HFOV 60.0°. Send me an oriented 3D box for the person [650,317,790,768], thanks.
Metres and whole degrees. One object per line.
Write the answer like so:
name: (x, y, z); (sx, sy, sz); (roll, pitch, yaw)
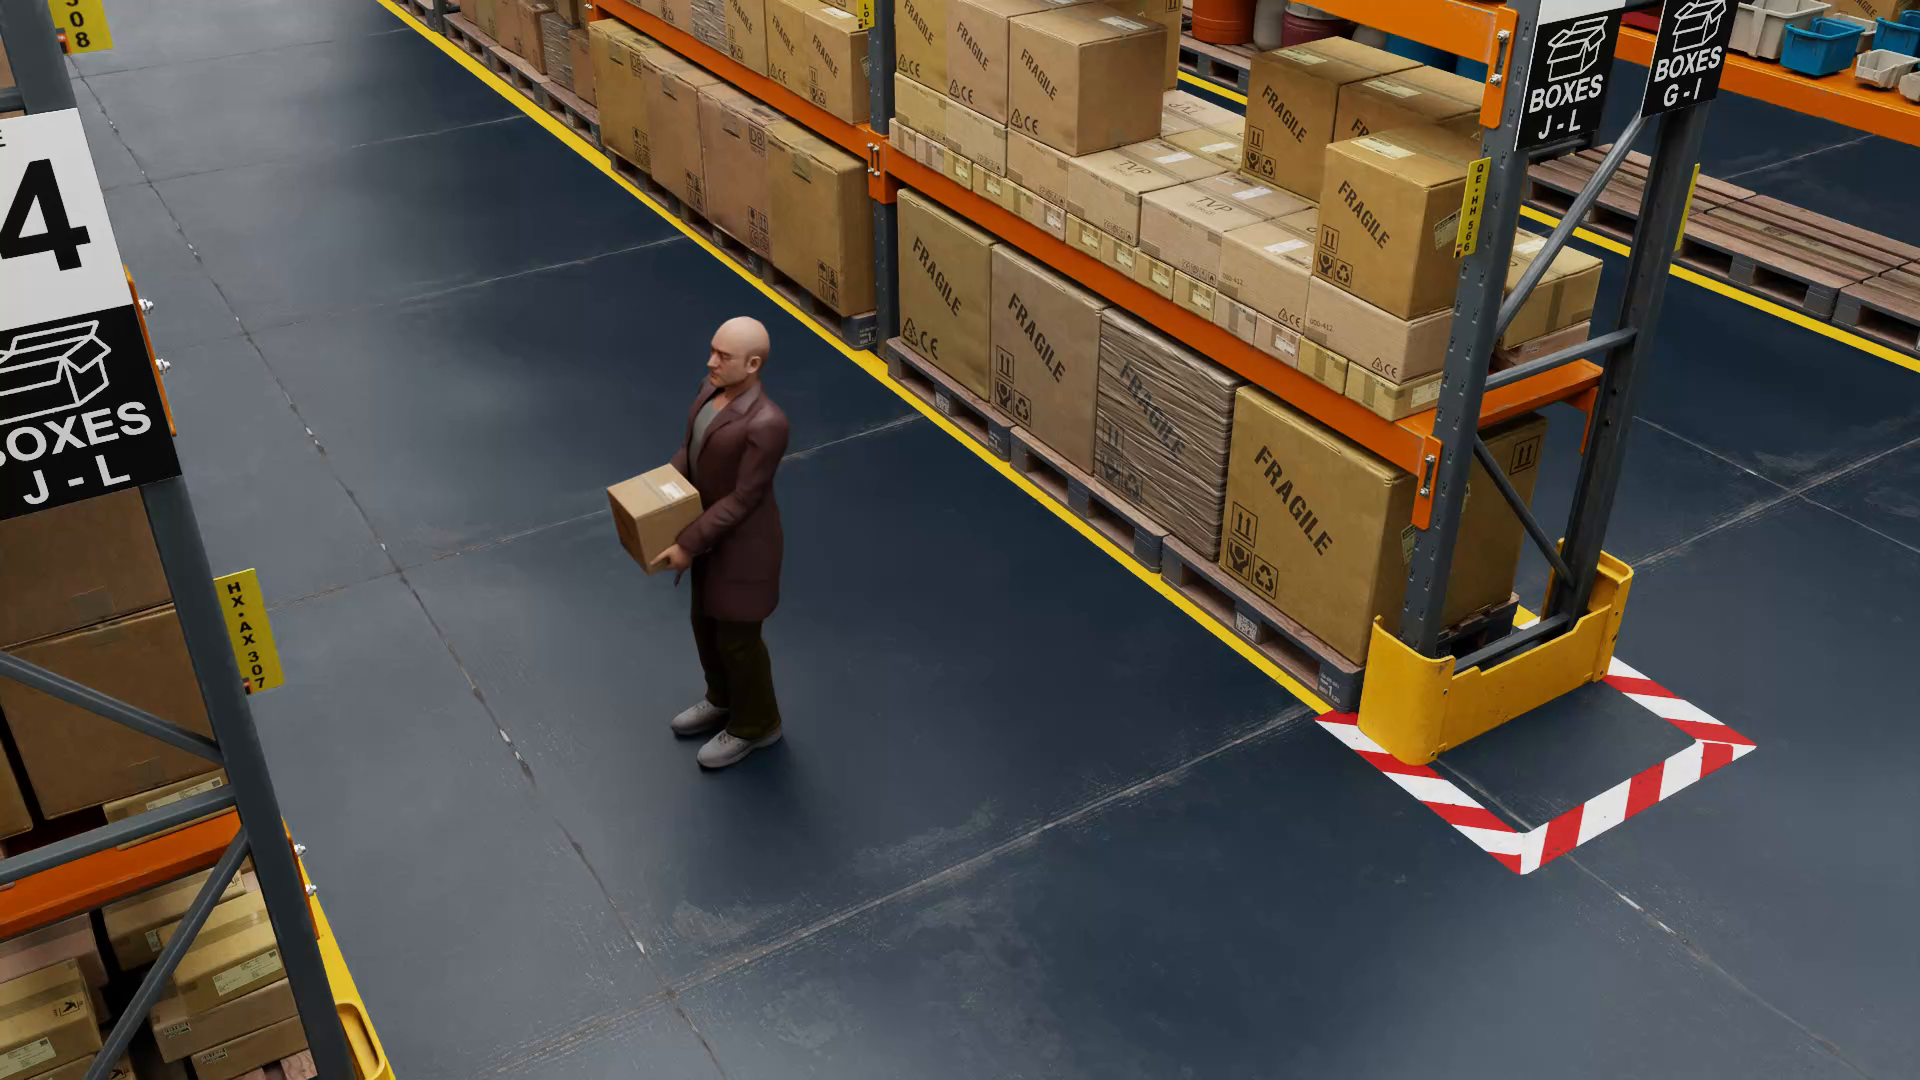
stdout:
person: (-0.918, 0.032, 6.105); (0.563, 1.769, 0.514); (-19, 37, -27)
